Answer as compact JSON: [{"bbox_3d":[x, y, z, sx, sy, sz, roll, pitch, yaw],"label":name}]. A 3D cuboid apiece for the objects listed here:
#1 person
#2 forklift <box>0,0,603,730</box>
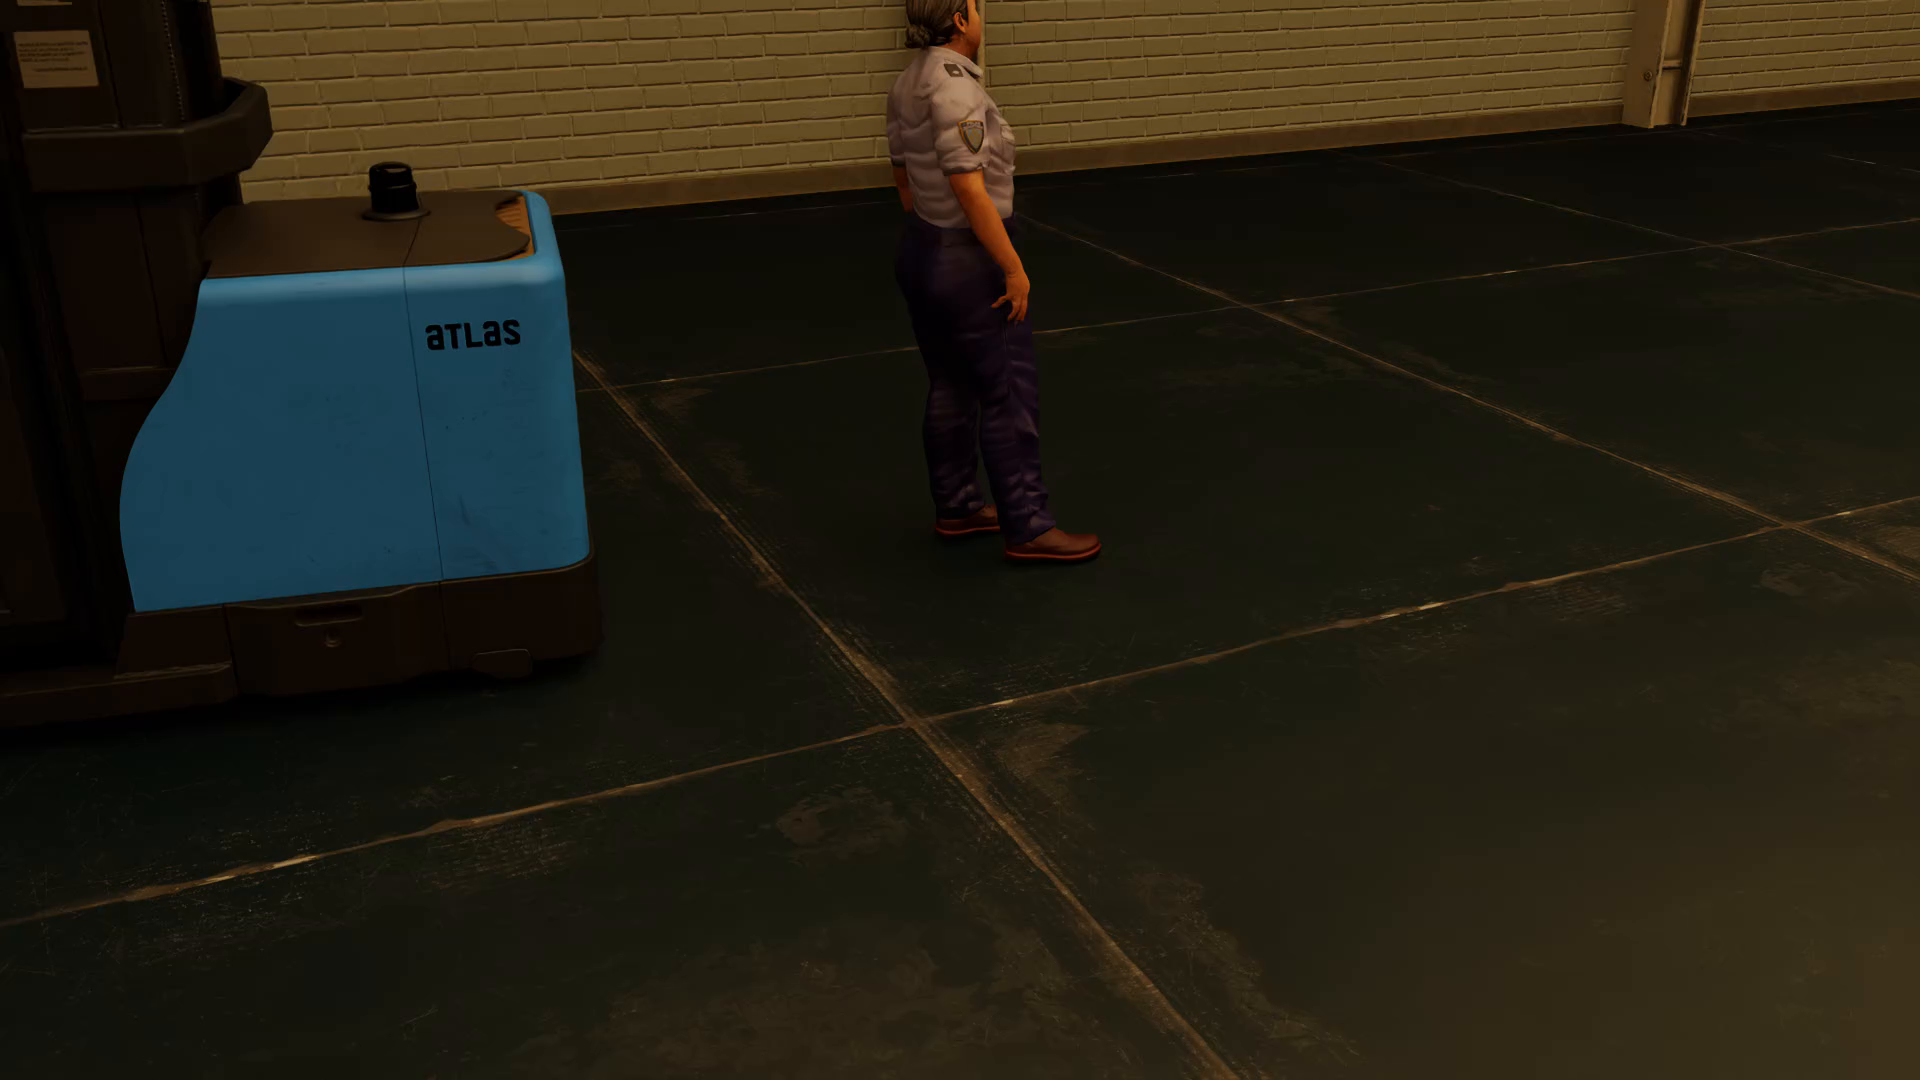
[{"bbox_3d":[0.091,-0.774,4.804,0.502,1.651,0.598,-10,25,-23],"label":"person"},{"bbox_3d":[-2.500,-1.039,3.788,3.031,2.935,1.130,-6,23,-14],"label":"forklift"}]
